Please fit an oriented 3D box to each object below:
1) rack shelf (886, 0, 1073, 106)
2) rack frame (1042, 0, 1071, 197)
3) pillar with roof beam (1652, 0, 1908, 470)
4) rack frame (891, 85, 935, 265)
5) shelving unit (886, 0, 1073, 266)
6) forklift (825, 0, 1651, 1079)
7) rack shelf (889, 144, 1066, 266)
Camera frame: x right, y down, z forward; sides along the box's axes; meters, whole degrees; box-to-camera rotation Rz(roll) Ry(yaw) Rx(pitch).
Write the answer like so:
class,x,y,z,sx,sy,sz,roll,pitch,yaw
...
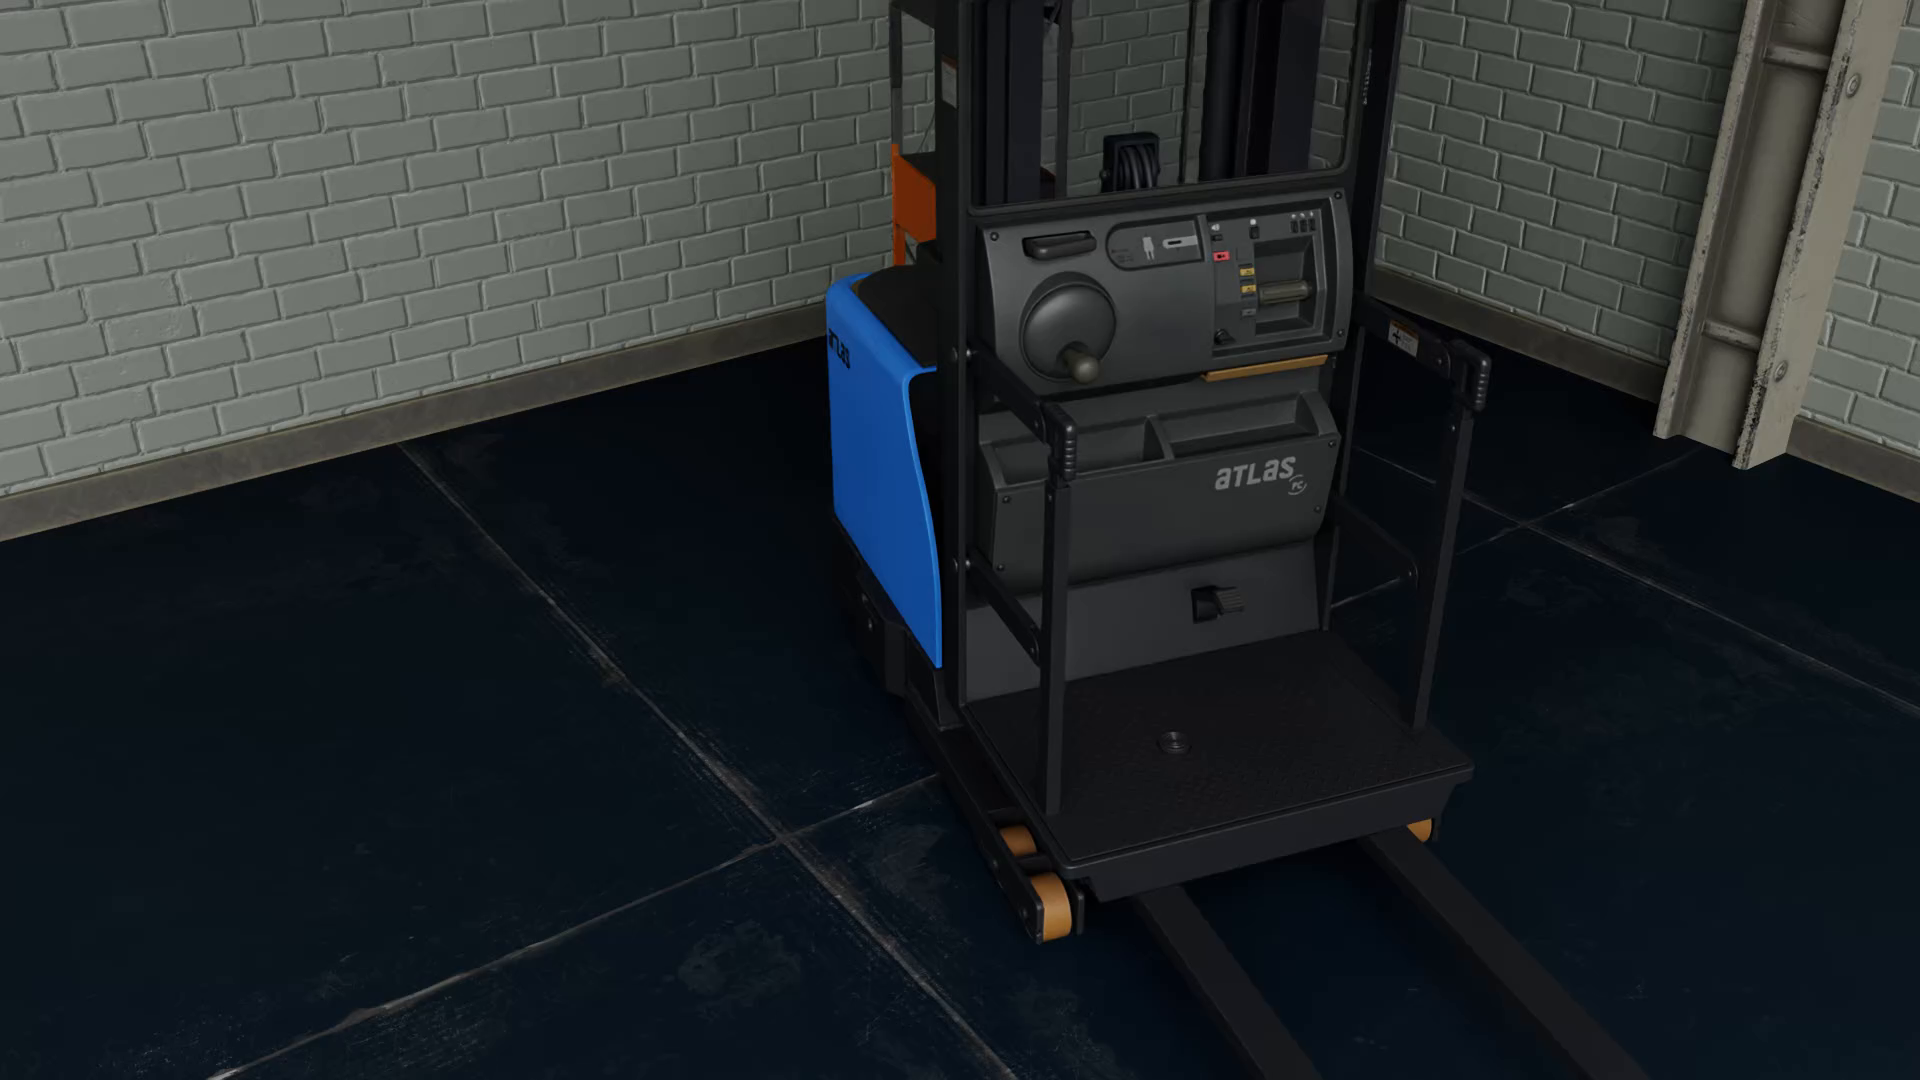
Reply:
class,x,y,z,sx,sy,sz,roll,pitch,yaw
rack shelf,0.053,-1.603,5.063,0.431,0.518,0.480,-10,30,-18
rack frame,0.138,-0.890,5.190,0.400,2.100,0.015,-10,30,-18
pillar with roof beam,-0.559,-3.143,2.108,9.100,9.000,0.400,-19,34,-31
rack frame,-0.032,-1.109,5.592,0.400,2.100,0.015,-10,30,-18
shelving unit,0.053,-1.000,5.391,0.431,2.100,0.503,-10,30,-18
forklift,0.574,-0.551,3.694,1.130,2.935,3.031,-10,30,-18
rack shelf,0.053,-0.988,5.397,0.431,0.518,0.480,-10,30,-18
